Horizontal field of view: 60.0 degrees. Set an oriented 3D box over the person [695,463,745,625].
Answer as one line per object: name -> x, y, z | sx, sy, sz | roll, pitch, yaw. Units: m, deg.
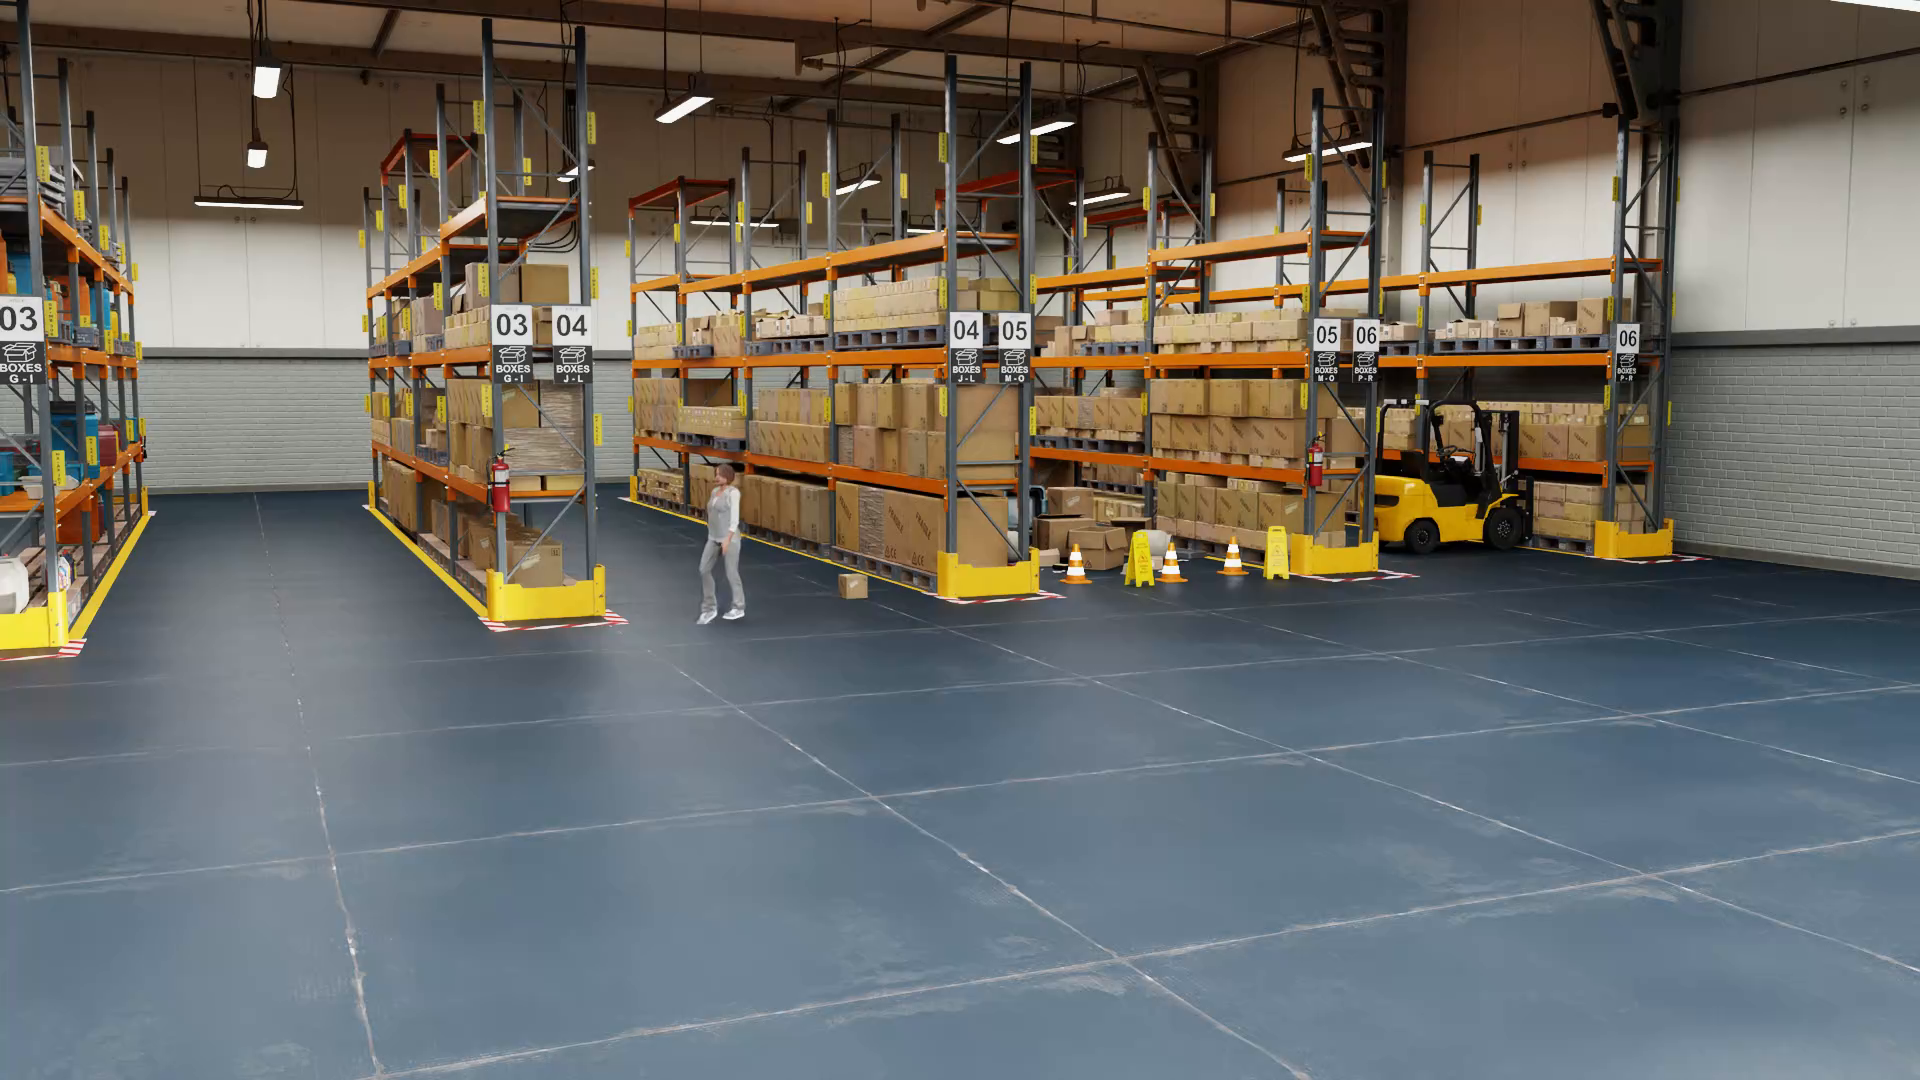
person -> -2.385, 0.053, 16.745 | 0.454, 1.650, 0.548 | 4, 7, 38
